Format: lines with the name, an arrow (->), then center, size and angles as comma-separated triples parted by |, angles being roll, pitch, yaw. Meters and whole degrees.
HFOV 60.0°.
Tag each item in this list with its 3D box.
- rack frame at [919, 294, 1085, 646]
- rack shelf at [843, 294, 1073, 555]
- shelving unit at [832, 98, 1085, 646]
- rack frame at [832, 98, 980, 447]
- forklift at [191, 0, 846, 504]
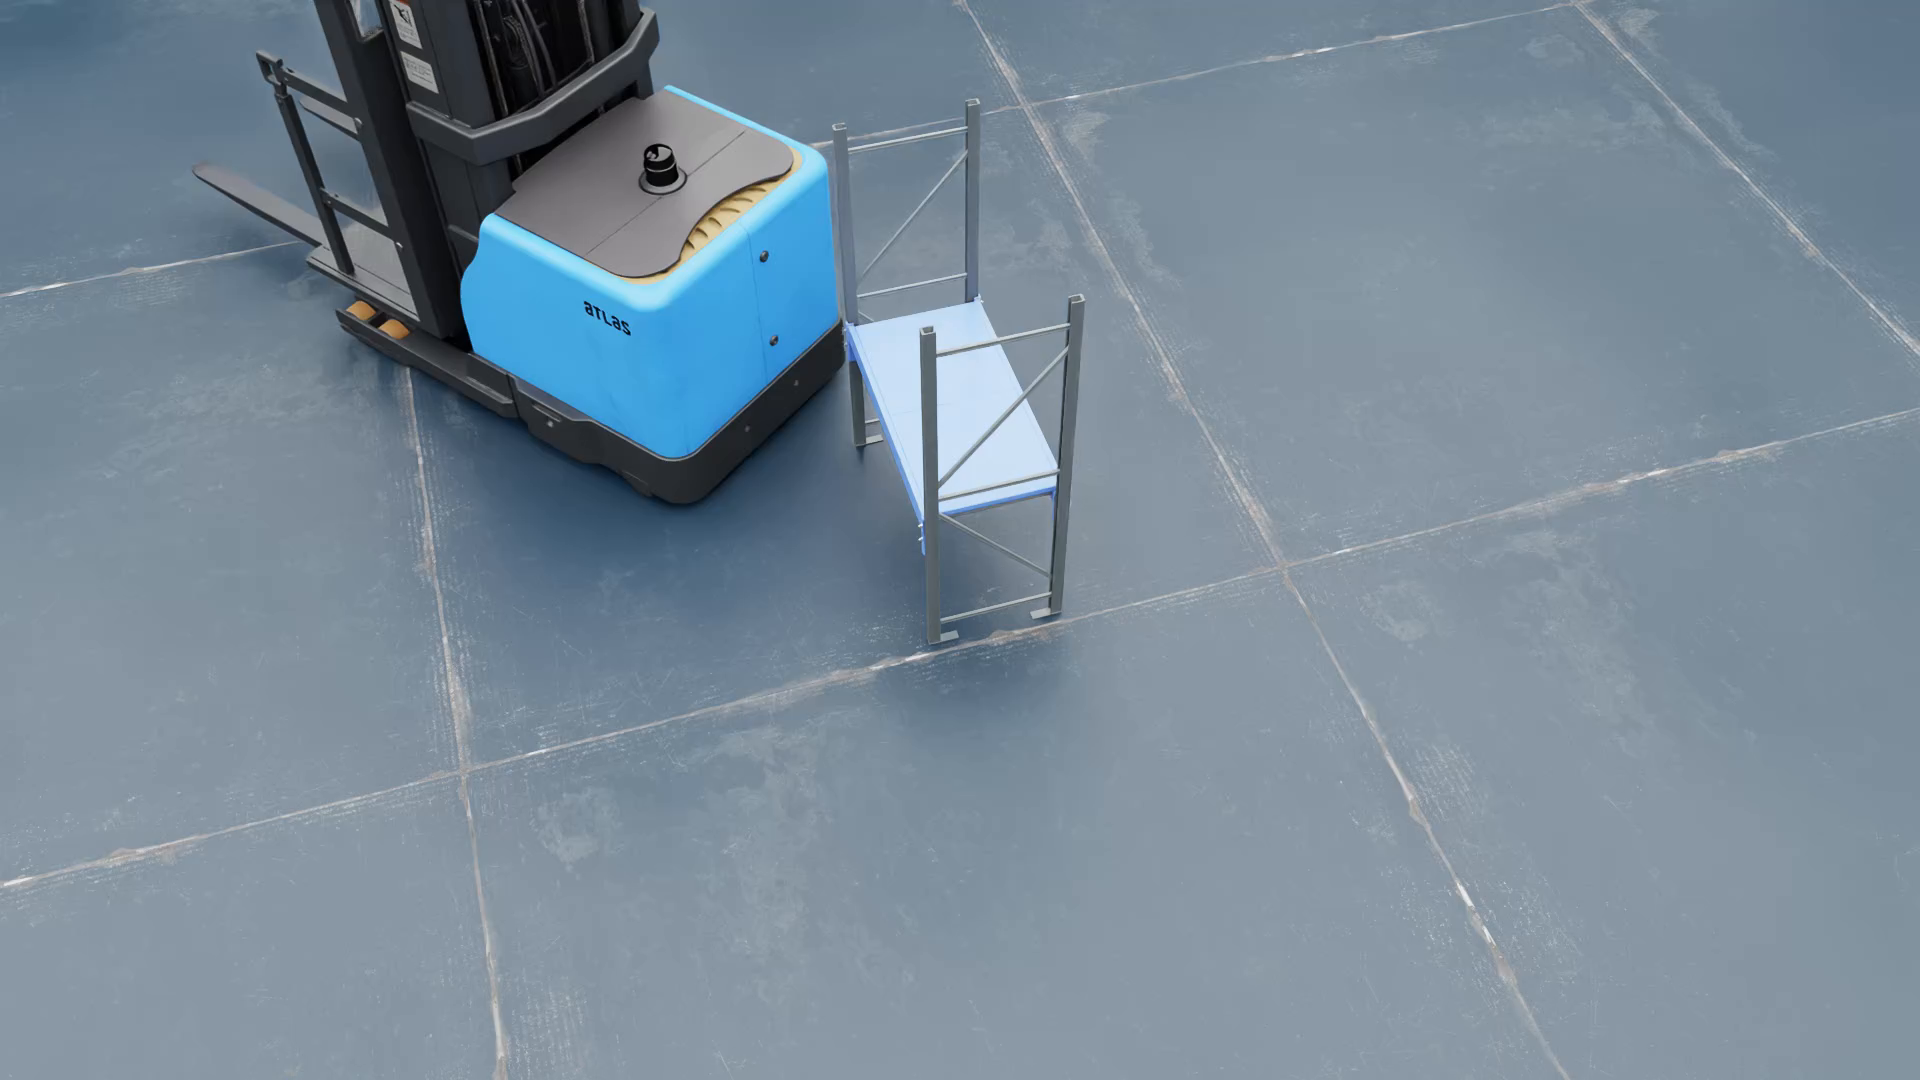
rack frame -> 0.125, -0.174, 5.416 | 0.500, 1.500, 0.032 | -13, 51, -11
rack shelf -> -0.025, -0.430, 5.867 | 0.538, 0.185, 1.000 | -13, 51, -11
shelving unit -> -0.025, -0.546, 5.729 | 0.538, 1.500, 1.048 | -13, 51, -11
rack frame -> -0.176, -0.917, 6.042 | 0.500, 1.500, 0.032 | -13, 51, -11
forklift -> -1.967, -1.993, 6.013 | 3.031, 2.935, 1.130 | 28, 55, 22
